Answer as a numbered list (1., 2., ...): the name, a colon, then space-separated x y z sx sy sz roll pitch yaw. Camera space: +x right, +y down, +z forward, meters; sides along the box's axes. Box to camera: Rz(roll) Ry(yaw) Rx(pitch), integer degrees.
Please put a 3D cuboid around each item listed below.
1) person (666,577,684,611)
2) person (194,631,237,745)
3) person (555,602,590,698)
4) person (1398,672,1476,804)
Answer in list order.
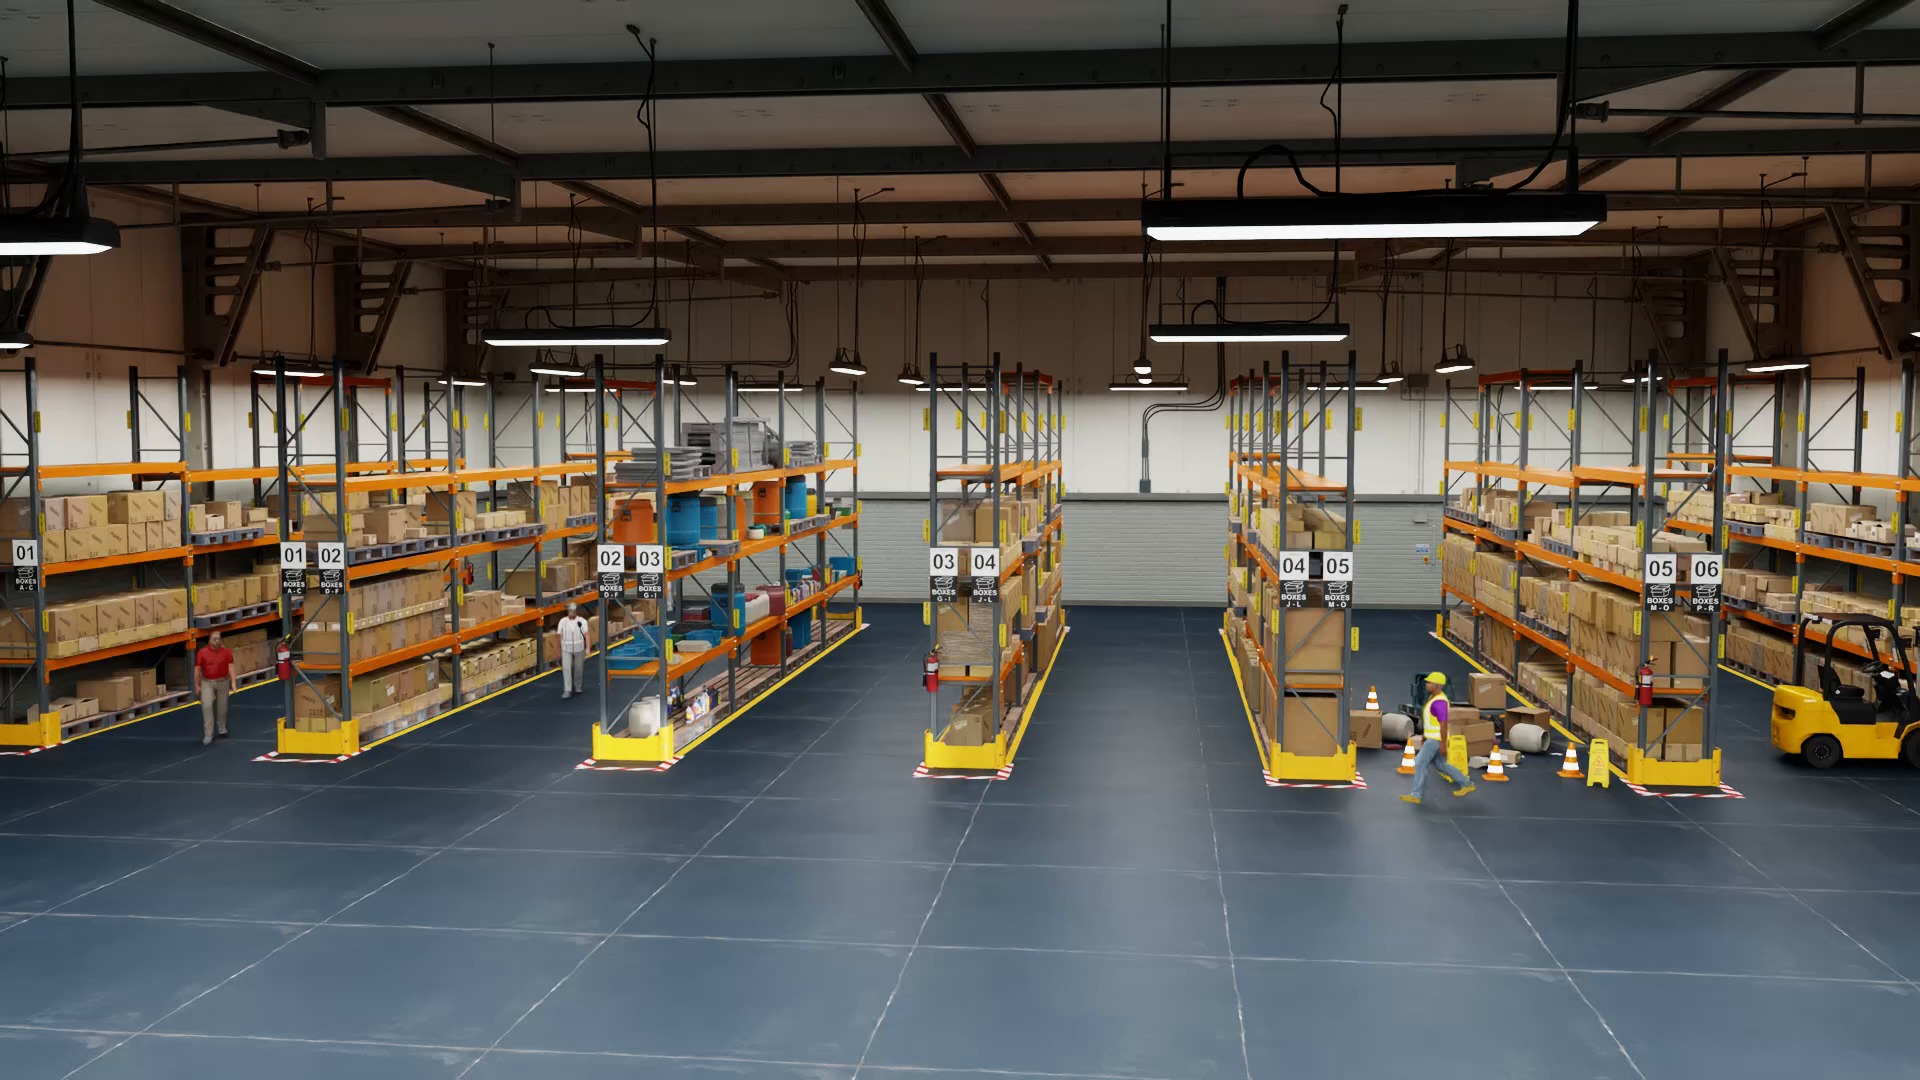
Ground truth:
1. person: -7.721 0.986 44.521 0.608 1.758 0.936 -2 4 -25
2. person: -11.758 2.302 26.256 0.609 1.727 0.945 -2 4 -25
3. person: -7.049 1.980 30.238 0.638 1.701 1.054 -1 4 -12
4. person: 6.269 2.594 21.807 1.019 1.731 0.570 1 4 8
